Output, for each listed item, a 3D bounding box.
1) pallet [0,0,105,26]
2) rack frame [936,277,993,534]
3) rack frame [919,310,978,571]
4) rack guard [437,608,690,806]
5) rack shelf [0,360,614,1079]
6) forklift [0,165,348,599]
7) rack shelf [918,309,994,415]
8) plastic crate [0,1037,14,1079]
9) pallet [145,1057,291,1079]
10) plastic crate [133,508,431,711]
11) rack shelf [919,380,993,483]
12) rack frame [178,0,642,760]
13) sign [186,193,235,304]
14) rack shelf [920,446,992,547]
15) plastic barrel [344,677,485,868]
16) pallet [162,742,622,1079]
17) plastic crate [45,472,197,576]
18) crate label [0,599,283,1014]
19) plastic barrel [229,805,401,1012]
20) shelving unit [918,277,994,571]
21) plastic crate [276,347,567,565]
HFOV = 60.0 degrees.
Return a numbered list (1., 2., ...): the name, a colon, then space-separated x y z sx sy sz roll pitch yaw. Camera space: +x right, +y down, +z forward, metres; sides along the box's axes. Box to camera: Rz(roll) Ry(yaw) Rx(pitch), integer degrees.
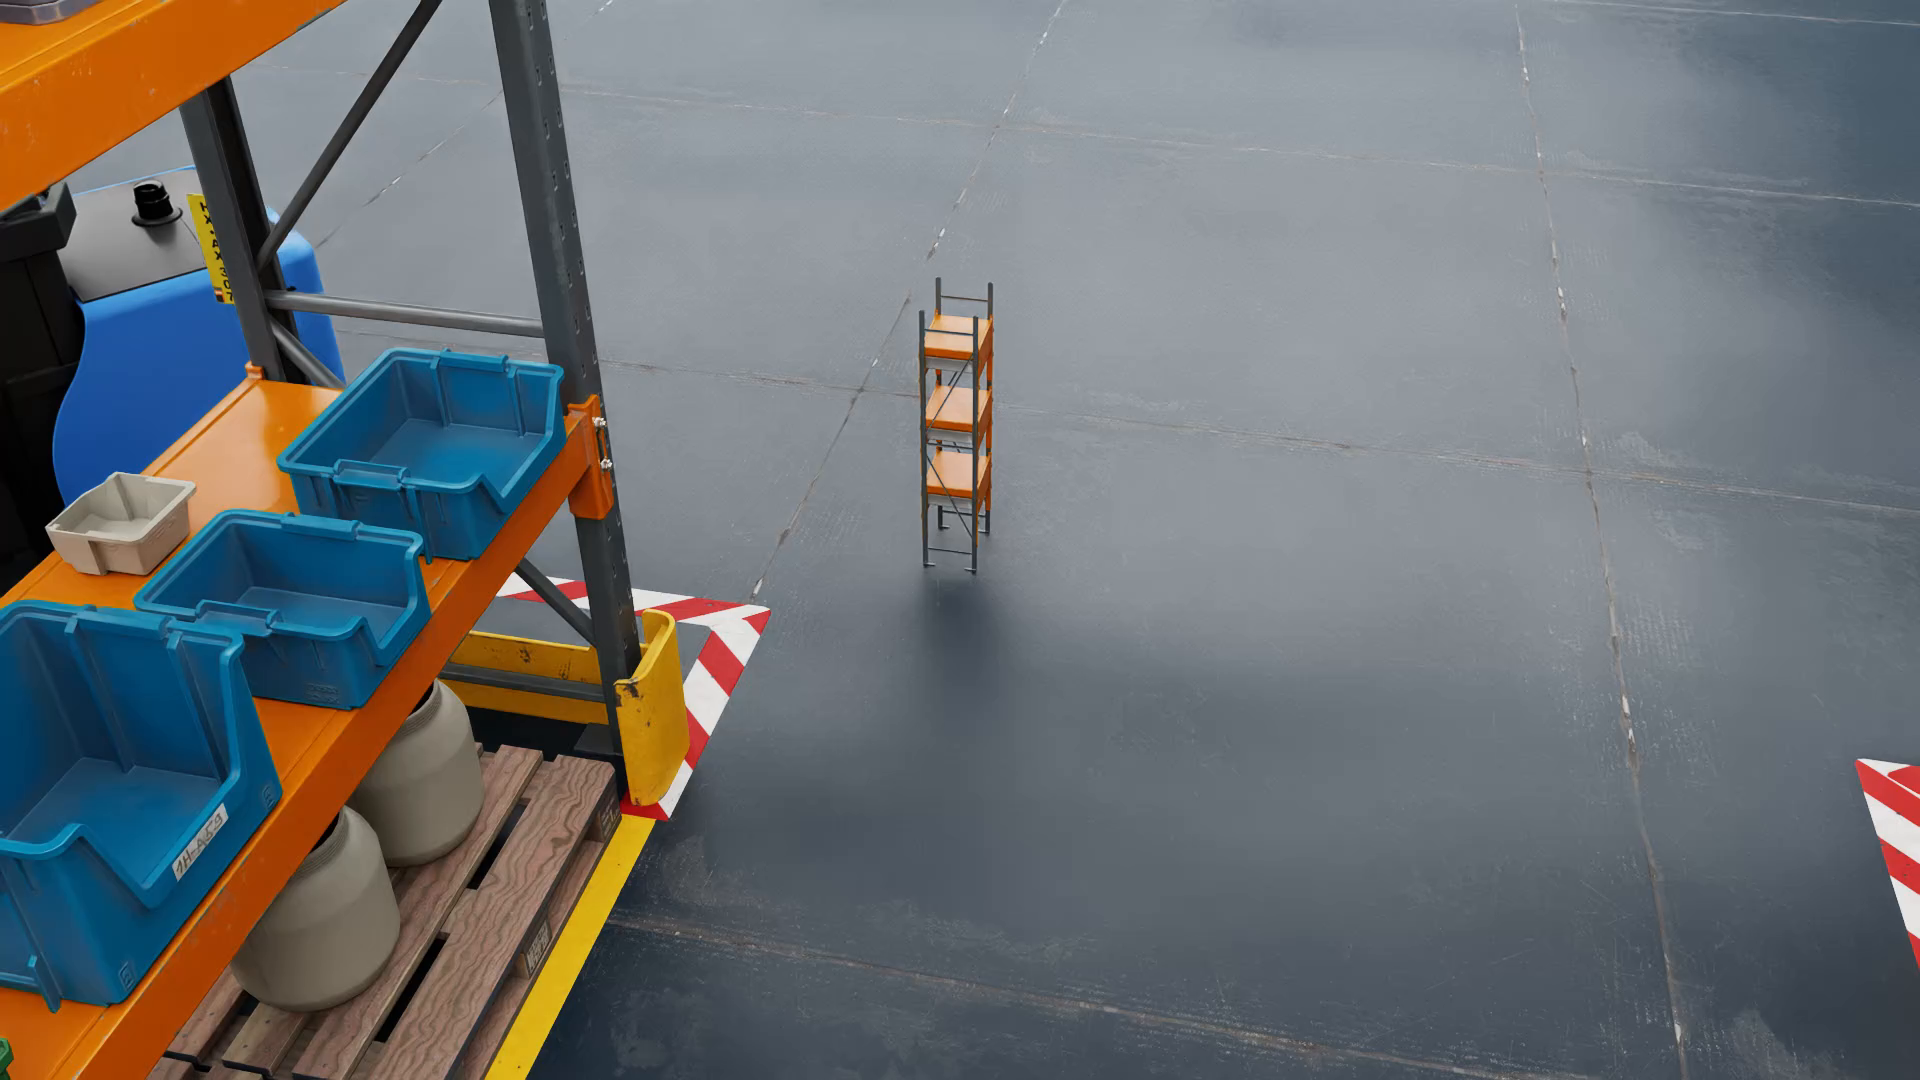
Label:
1. pallet: -1.764 -1.285 3.071 1.003 0.211 1.213 7 37 10
2. rack frame: 0.015 -0.464 5.996 0.200 1.050 0.008 7 37 10
3. rack frame: -0.038 -0.324 5.803 0.200 1.050 0.008 7 37 10
4. rack guard: -1.462 0.453 5.199 1.175 0.500 0.348 7 37 10
5. rack shelf: -1.919 0.829 3.163 1.077 0.370 4.000 7 37 10
6. forklift: -3.748 -1.040 5.187 3.031 2.935 1.130 -25 43 -31
7. rack shelf: -0.011 -0.616 5.739 0.215 0.259 0.240 7 37 10
8. plastic crate: -1.780 1.028 2.457 0.450 0.188 0.662 7 37 10
9. pallet: -1.904 1.732 3.680 1.003 0.211 1.213 7 37 10
10. plastic crate: -1.451 0.148 3.617 0.499 0.251 0.408 7 37 10
11. rack shelf: -0.011 -0.386 5.906 0.215 0.259 0.240 7 37 10
12. rack frame: -1.492 -0.609 4.534 1.000 3.000 0.127 7 37 10
13. sign: -2.028 -0.792 4.551 0.100 0.325 0.005 7 37 10
14. rack shelf: -0.011 -0.161 6.069 0.215 0.259 0.240 7 37 10
15. plastic barrel: -1.558 0.616 4.607 0.421 0.512 0.421 0 36 0
16. pallet: -1.641 1.035 4.642 1.003 0.211 1.213 7 37 10
17. plastic crate: -1.997 -0.029 3.959 0.298 0.136 0.250 7 37 10
18. crate label: -1.621 0.466 3.021 0.502 0.435 0.616 7 37 10
19. plastic barrel: -1.665 0.903 4.210 0.421 0.512 0.421 0 36 0
20. shelving unit: -0.011 -0.394 5.900 0.215 1.050 0.252 7 37 10
21. plastic crate: -1.306 -0.224 4.130 0.499 0.251 0.616 7 37 10
